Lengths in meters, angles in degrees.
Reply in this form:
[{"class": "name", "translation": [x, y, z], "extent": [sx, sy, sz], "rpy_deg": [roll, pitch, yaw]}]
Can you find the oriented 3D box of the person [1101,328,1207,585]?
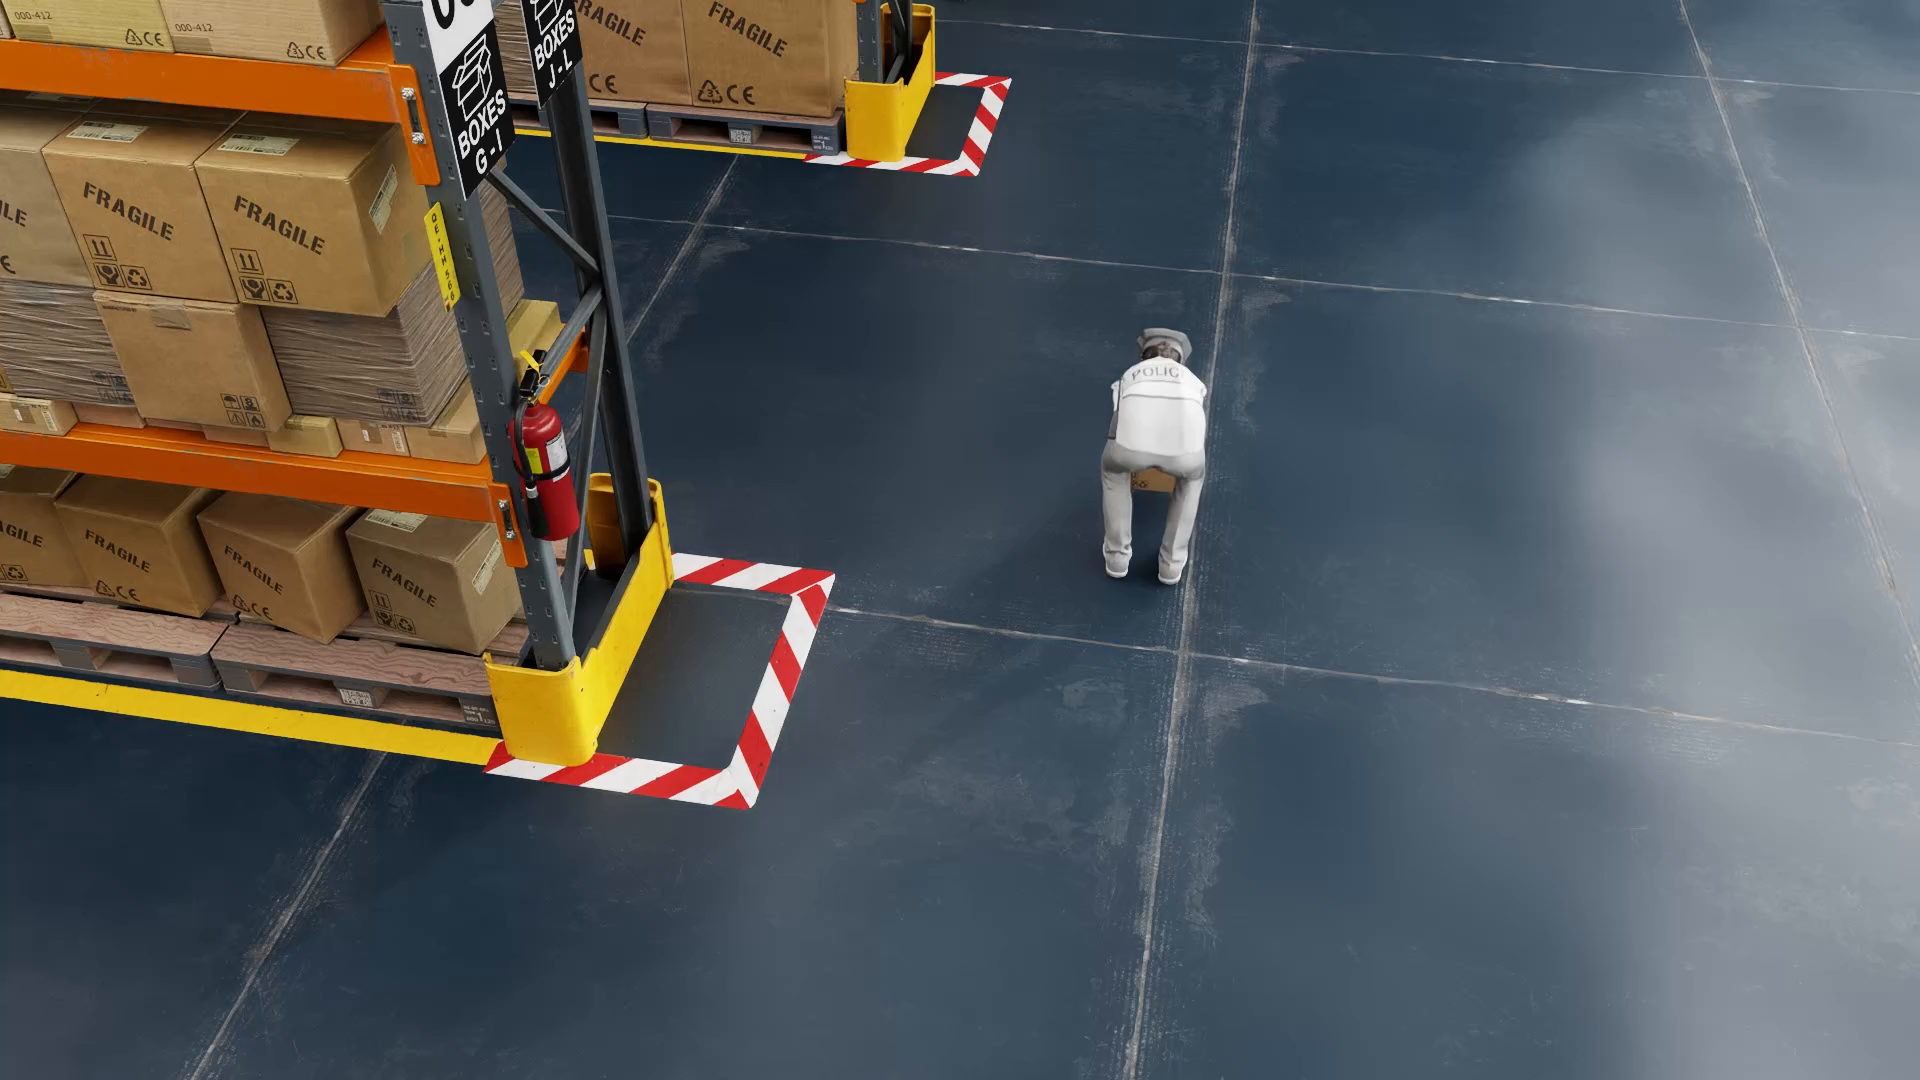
[{"class": "person", "translation": [0.833, -0.385, 7.135], "extent": [0.444, 0.972, 0.901], "rpy_deg": [5, 41, 6]}]
